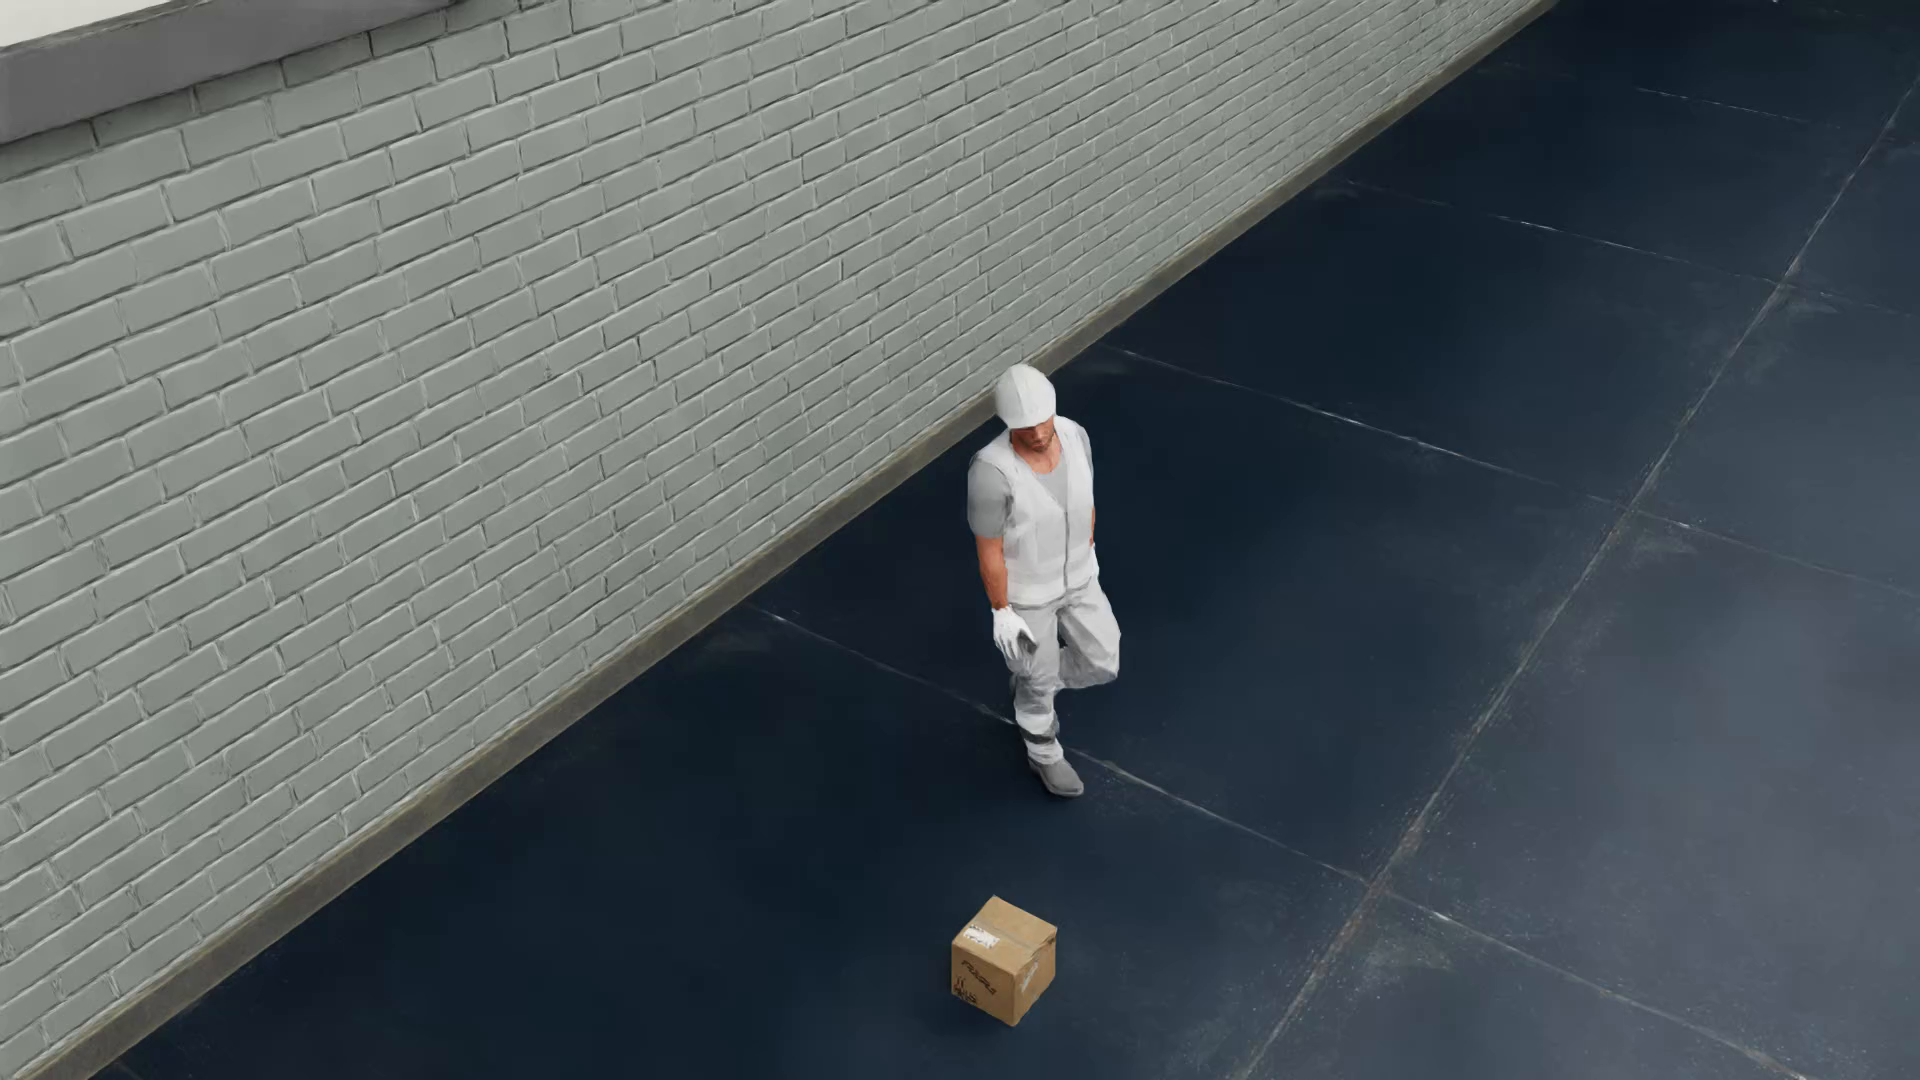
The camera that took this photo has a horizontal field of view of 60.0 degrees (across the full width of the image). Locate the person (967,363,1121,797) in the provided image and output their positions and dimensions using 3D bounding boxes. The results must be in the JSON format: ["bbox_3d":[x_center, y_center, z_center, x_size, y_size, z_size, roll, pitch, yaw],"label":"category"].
[{"bbox_3d":[0.272,0.149,5.883,0.566,1.772,0.508,-24,41,-31],"label":"person"}]
